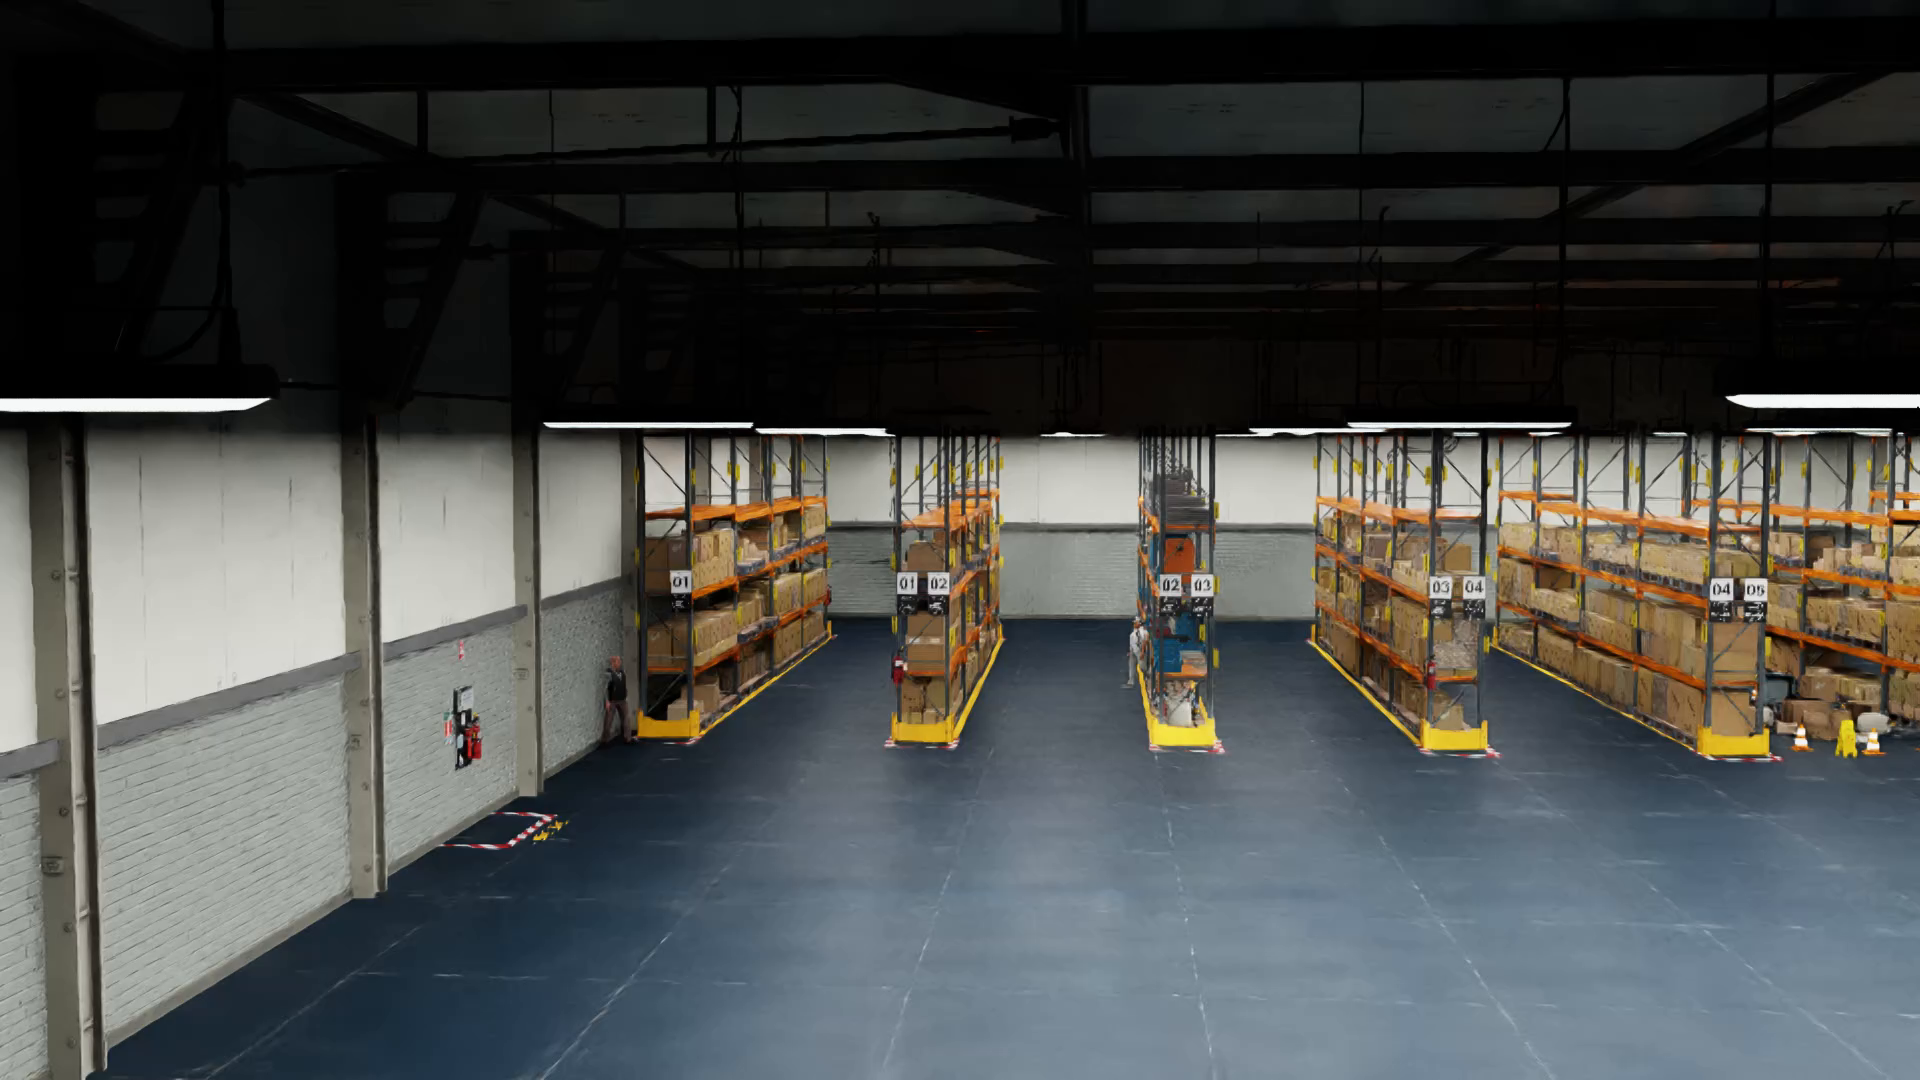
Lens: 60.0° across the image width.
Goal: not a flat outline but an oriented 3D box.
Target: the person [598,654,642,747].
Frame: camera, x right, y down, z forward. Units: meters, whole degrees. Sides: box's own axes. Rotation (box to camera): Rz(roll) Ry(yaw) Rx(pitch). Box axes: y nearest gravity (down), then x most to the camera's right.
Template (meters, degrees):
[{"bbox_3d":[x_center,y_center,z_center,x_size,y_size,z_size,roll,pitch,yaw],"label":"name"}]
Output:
[{"bbox_3d":[-6.360,2.971,30.882,0.531,1.715,0.723,3,4,39],"label":"person"}]

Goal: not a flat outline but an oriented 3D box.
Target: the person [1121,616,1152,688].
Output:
[{"bbox_3d":[4.079,2.576,38.195,0.653,1.642,0.708,-2,4,-31],"label":"person"}]
